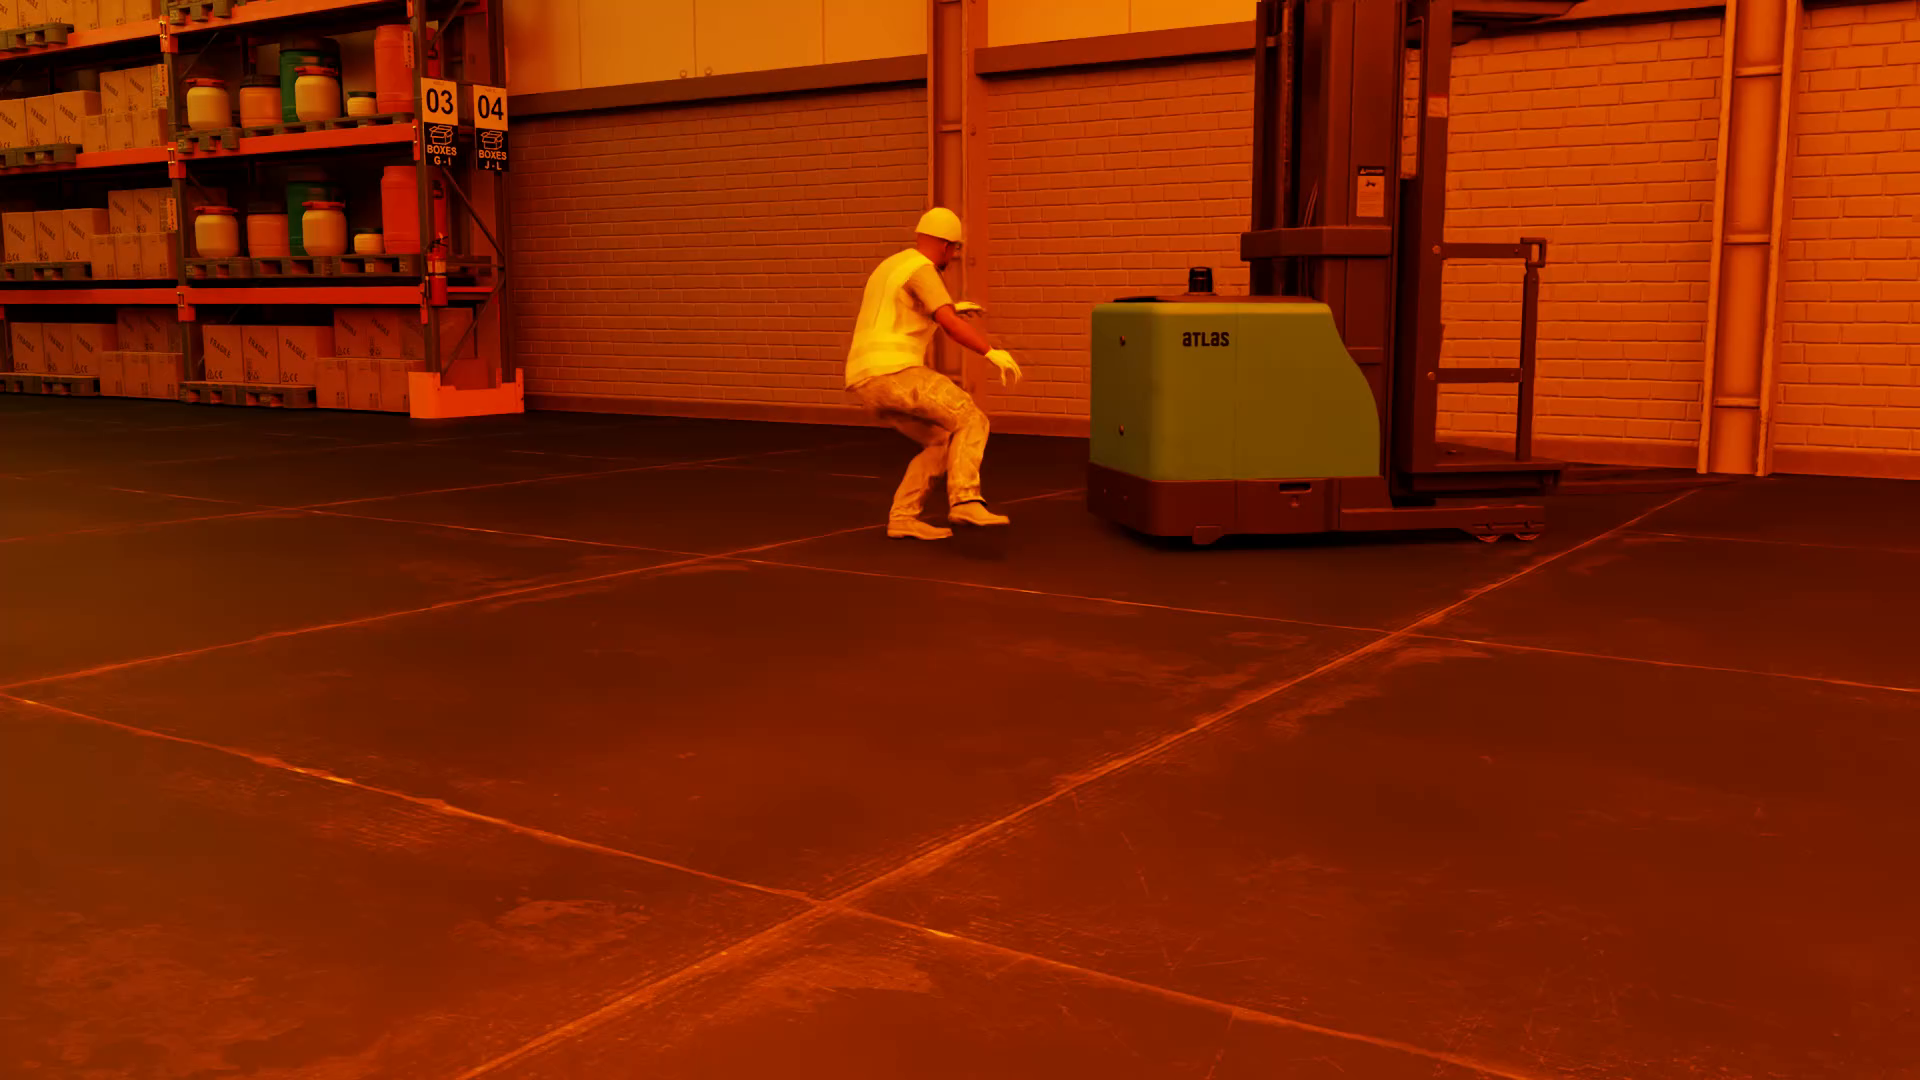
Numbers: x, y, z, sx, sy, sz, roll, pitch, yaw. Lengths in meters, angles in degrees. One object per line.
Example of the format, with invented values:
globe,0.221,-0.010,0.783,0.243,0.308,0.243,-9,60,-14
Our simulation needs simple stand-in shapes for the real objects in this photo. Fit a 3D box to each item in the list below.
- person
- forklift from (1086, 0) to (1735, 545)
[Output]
person,-0.012,-0.768,7.682,0.931,1.530,1.308,-4,9,-27
forklift,2.190,-1.512,7.823,3.031,2.935,1.130,-2,8,-13
